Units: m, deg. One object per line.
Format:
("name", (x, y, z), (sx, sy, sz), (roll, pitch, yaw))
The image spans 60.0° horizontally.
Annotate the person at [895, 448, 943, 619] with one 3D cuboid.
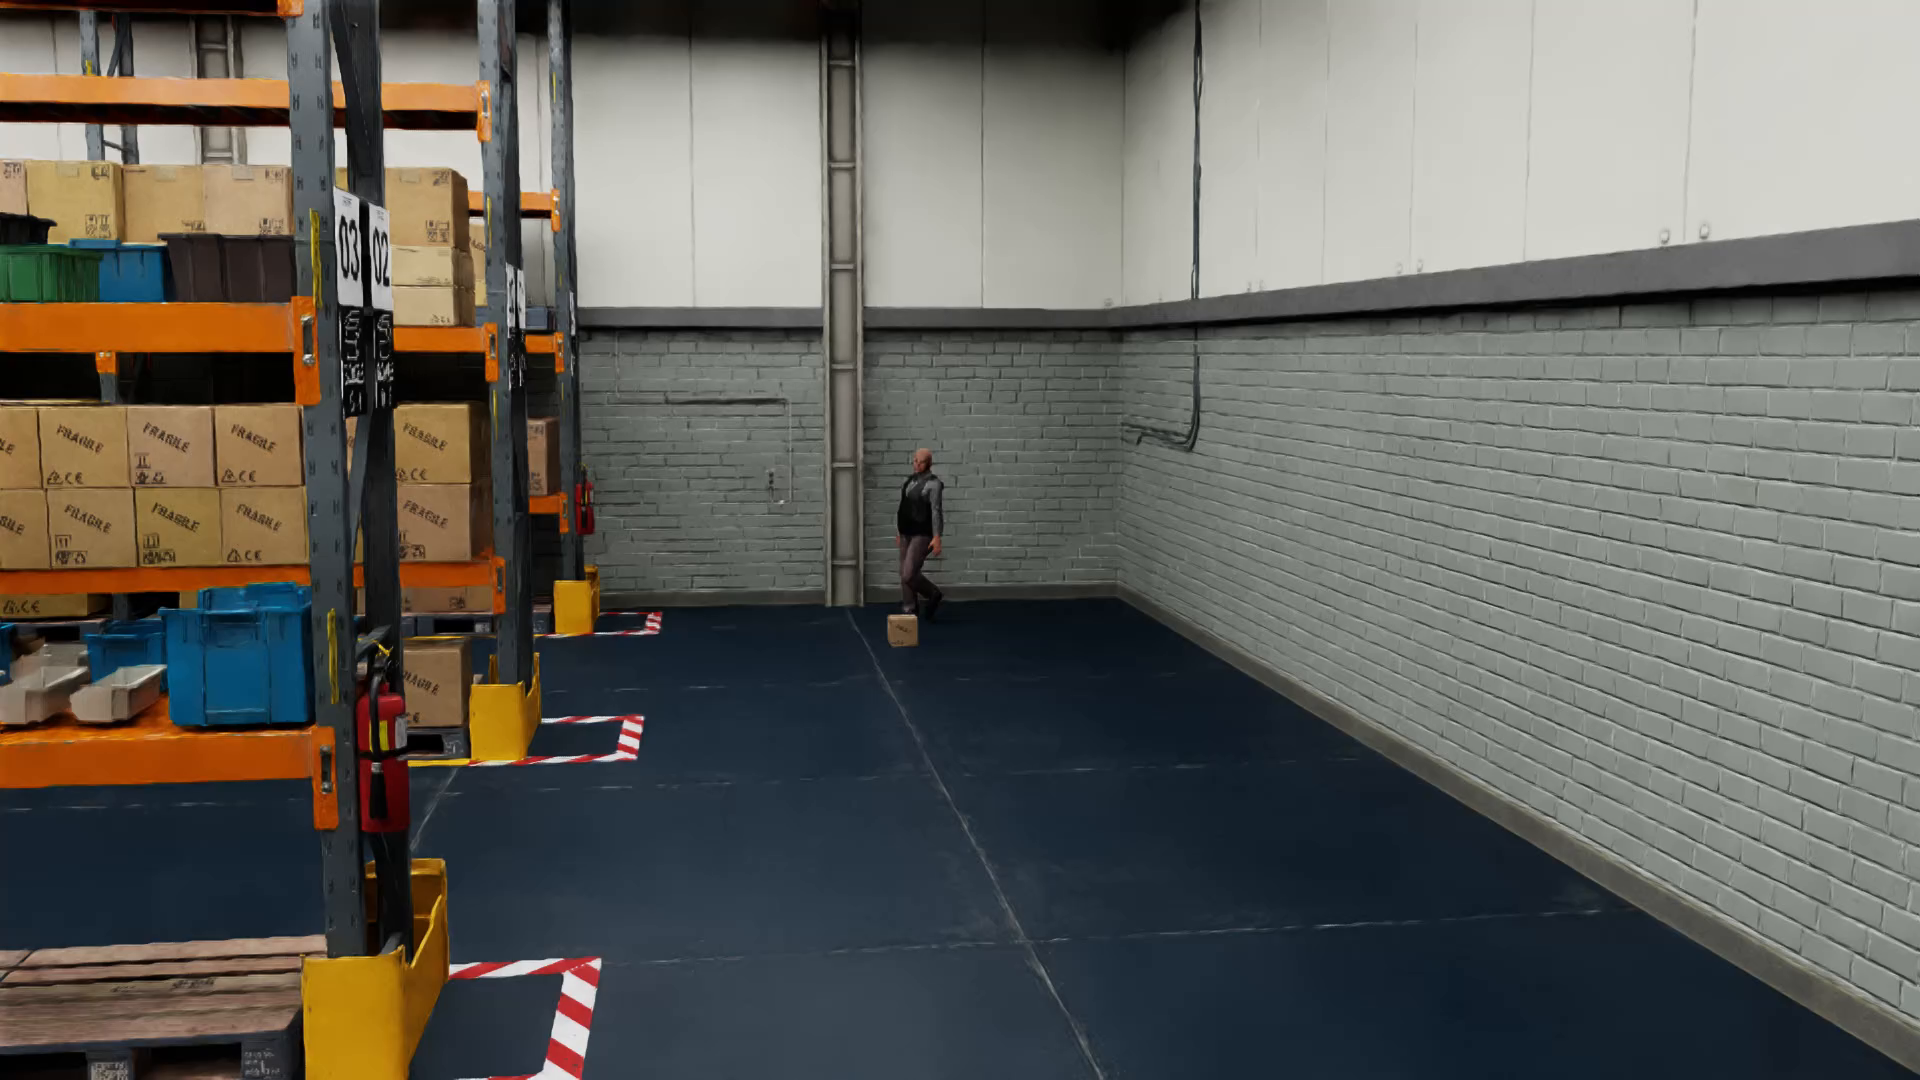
("person", (-0.398, -0.038, 16.077), (0.503, 1.704, 0.643), (-5, 8, -35))
